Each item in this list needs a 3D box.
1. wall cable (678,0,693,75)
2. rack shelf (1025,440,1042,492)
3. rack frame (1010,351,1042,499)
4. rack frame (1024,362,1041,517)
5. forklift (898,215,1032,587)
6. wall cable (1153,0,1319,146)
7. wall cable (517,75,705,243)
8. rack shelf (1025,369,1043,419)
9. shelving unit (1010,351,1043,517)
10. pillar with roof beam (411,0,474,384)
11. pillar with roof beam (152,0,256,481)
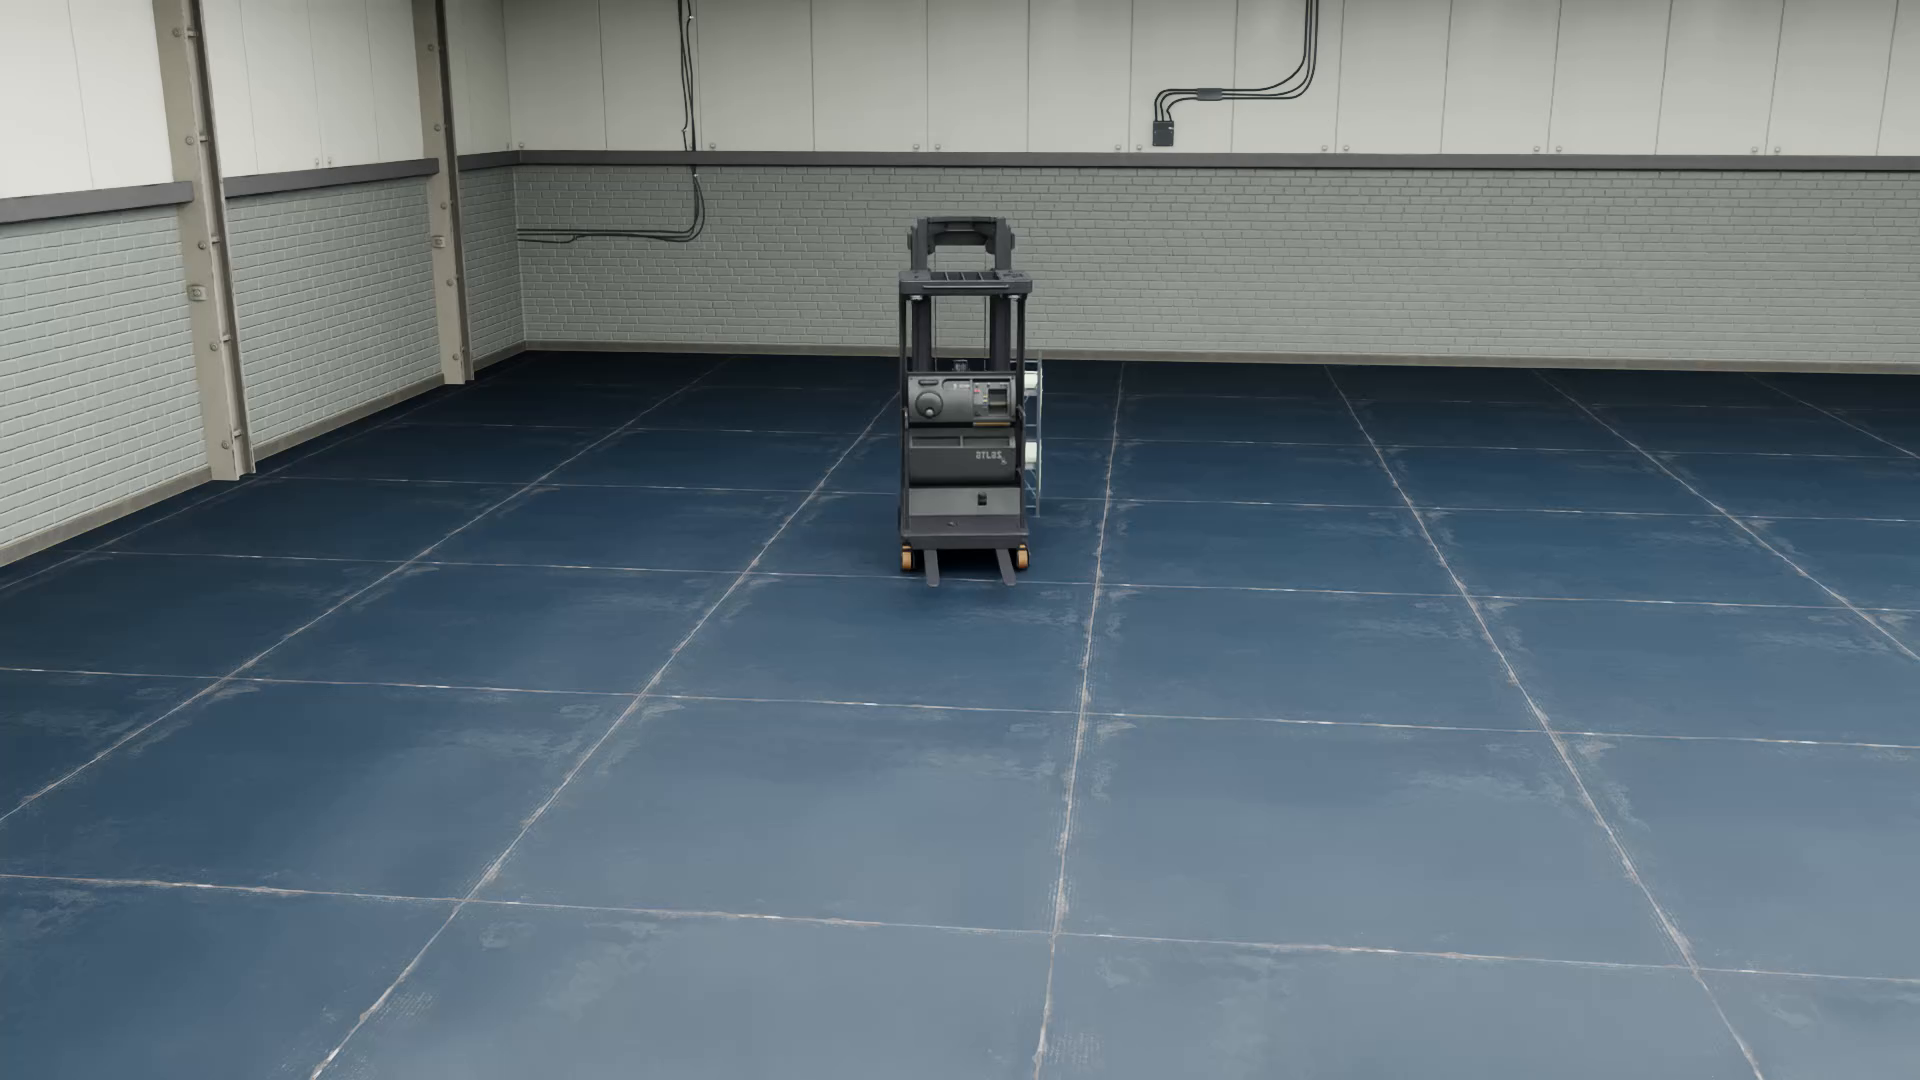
[{"bbox_3d":[-2.766,-8.170,24.497,3.097,2.526,0.112,2,15,6],"label":"wall cable"},{"bbox_3d":[0.586,-0.733,16.336,0.431,0.370,0.720,1,15,3],"label":"rack shelf"},{"bbox_3d":[0.606,-1.143,16.604,0.400,1.500,0.023,1,15,3],"label":"rack frame"},{"bbox_3d":[0.565,-0.952,15.899,0.400,1.500,0.023,1,15,3],"label":"rack frame"},{"bbox_3d":[0.029,-1.238,14.212,1.130,2.935,3.031,-1,15,-2],"label":"forklift"},{"bbox_3d":[3.977,-8.668,23.552,2.305,6.003,0.169,2,15,6],"label":"wall cable"},{"bbox_3d":[-5.454,-5.811,25.451,3.097,2.526,0.112,2,15,6],"label":"wall cable"},{"bbox_3d":[0.586,-1.424,16.149,0.431,0.370,0.720,1,15,3],"label":"rack shelf"},{"bbox_3d":[0.586,-1.048,16.251,0.431,1.500,0.755,1,15,3],"label":"shelving unit"},{"bbox_3d":[-2.822,-6.458,21.895,9.100,9.000,0.400,2,15,6],"label":"pillar with roof beam"},{"bbox_3d":[-3.499,-4.902,16.140,9.100,9.000,0.400,2,15,6],"label":"pillar with roof beam"}]
